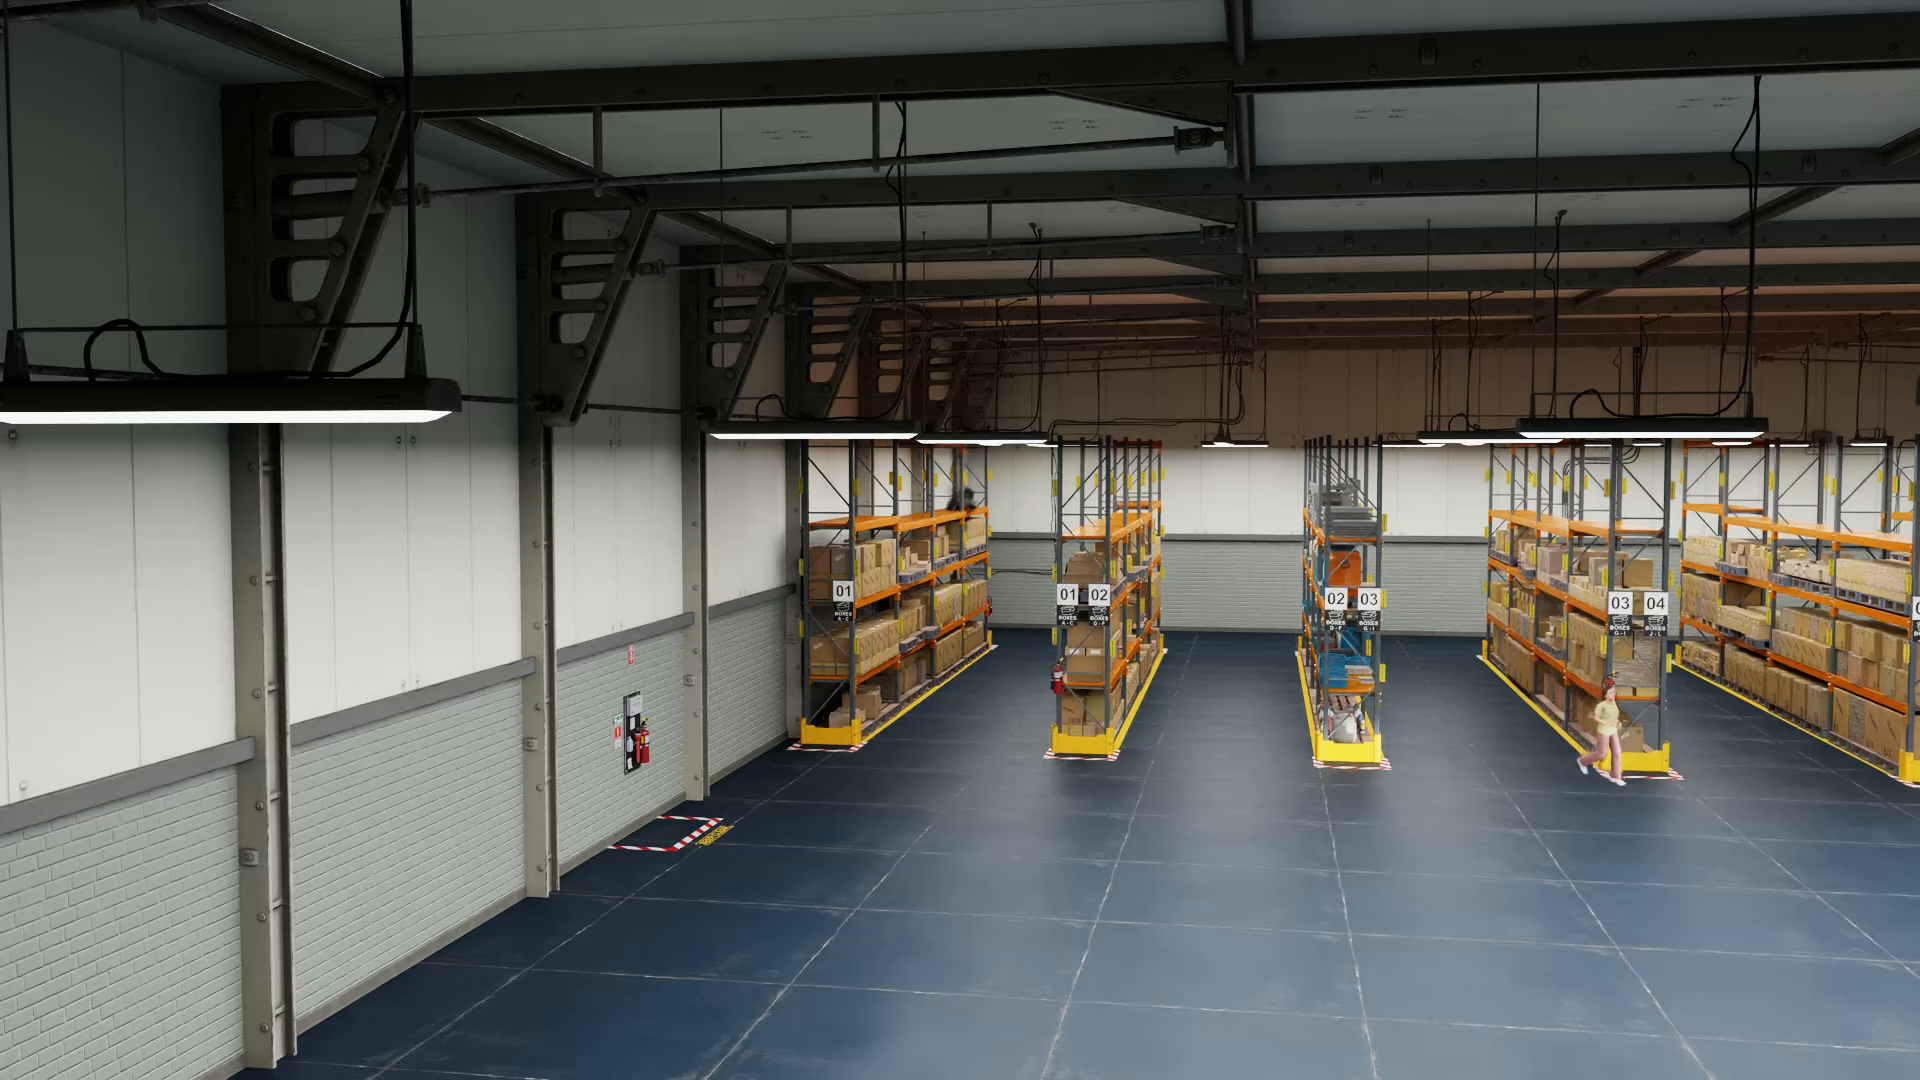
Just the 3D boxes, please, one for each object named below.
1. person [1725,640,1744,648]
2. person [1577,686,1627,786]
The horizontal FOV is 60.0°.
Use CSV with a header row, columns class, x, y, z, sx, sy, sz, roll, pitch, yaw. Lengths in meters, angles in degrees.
class,x,y,z,sx,sy,sz,roll,pitch,yaw
person,21.177,2.432,45.306,0.733,1.679,0.669,0,3,3
person,11.121,3.352,28.670,0.586,1.654,0.926,-2,3,-27
